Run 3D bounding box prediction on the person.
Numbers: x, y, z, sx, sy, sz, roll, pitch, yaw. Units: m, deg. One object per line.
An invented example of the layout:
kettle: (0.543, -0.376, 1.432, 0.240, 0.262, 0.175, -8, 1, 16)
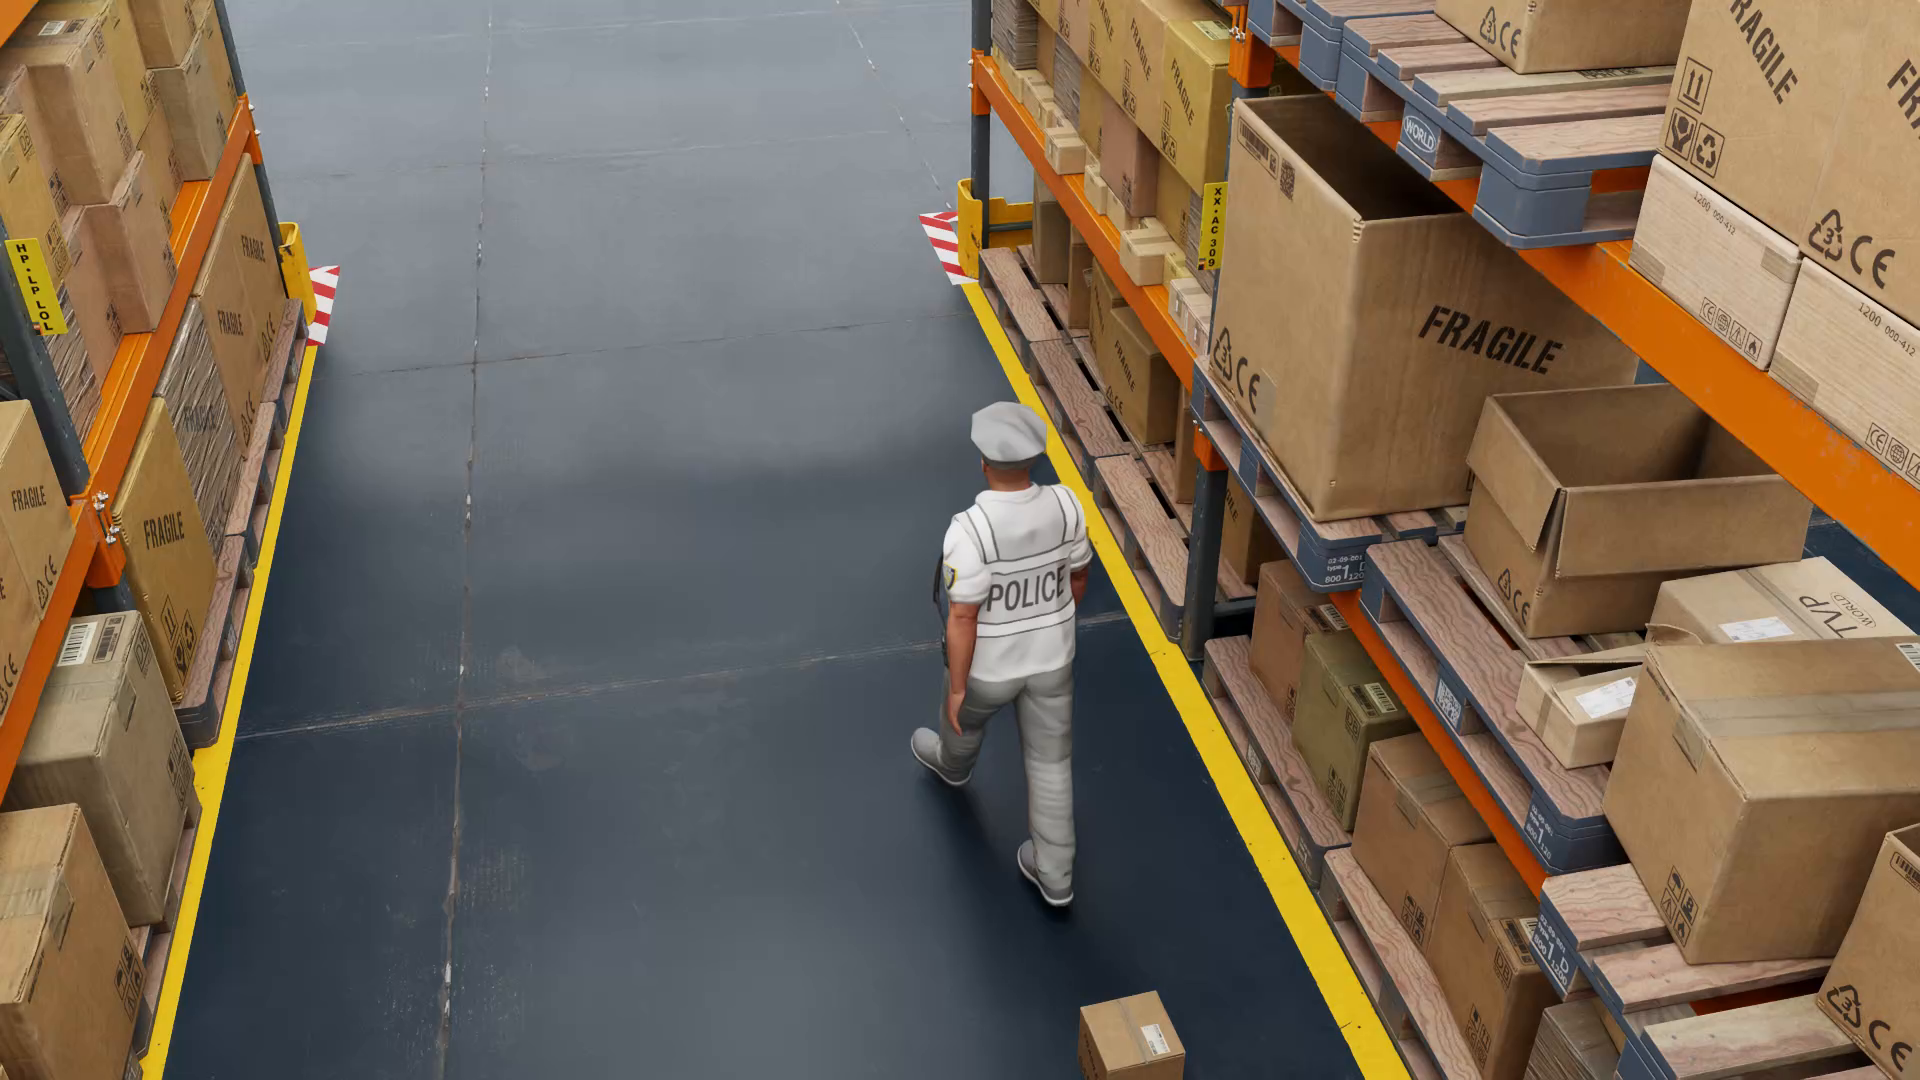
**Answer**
person: (0.163, 0.318, 5.646, 0.570, 1.698, 1.025, -11, 36, -15)
